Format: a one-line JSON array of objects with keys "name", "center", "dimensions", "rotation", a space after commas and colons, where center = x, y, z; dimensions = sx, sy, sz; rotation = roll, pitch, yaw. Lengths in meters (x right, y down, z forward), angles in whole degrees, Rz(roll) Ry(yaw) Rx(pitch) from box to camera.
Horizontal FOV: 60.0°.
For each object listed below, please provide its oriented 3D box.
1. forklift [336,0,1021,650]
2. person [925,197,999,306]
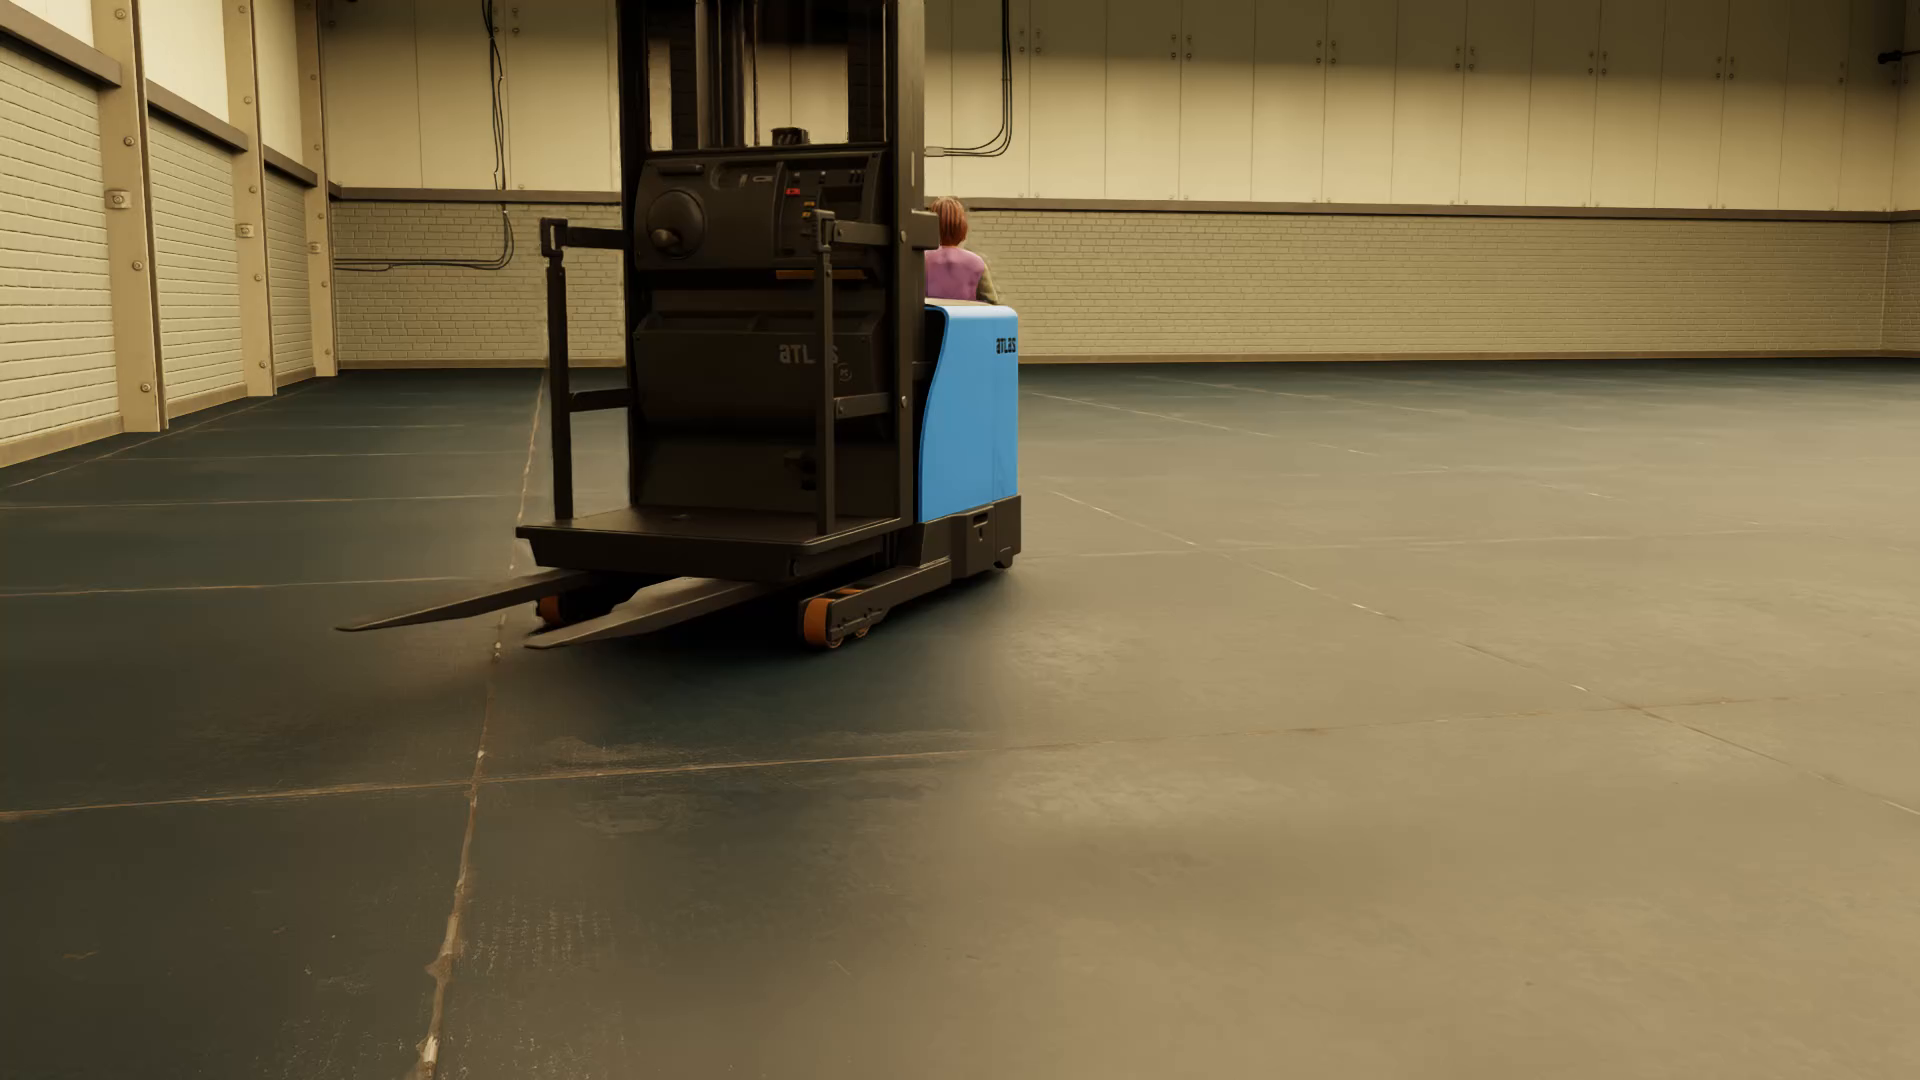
[{"name": "forklift", "center": [-0.779, -1.173, 5.514], "dimensions": [1.130, 2.935, 3.031], "rotation": [3, 9, 22]}, {"name": "person", "center": [-0.068, -0.788, 7.750], "dimensions": [0.568, 1.575, 0.500], "rotation": [-1, 8, -8]}]
